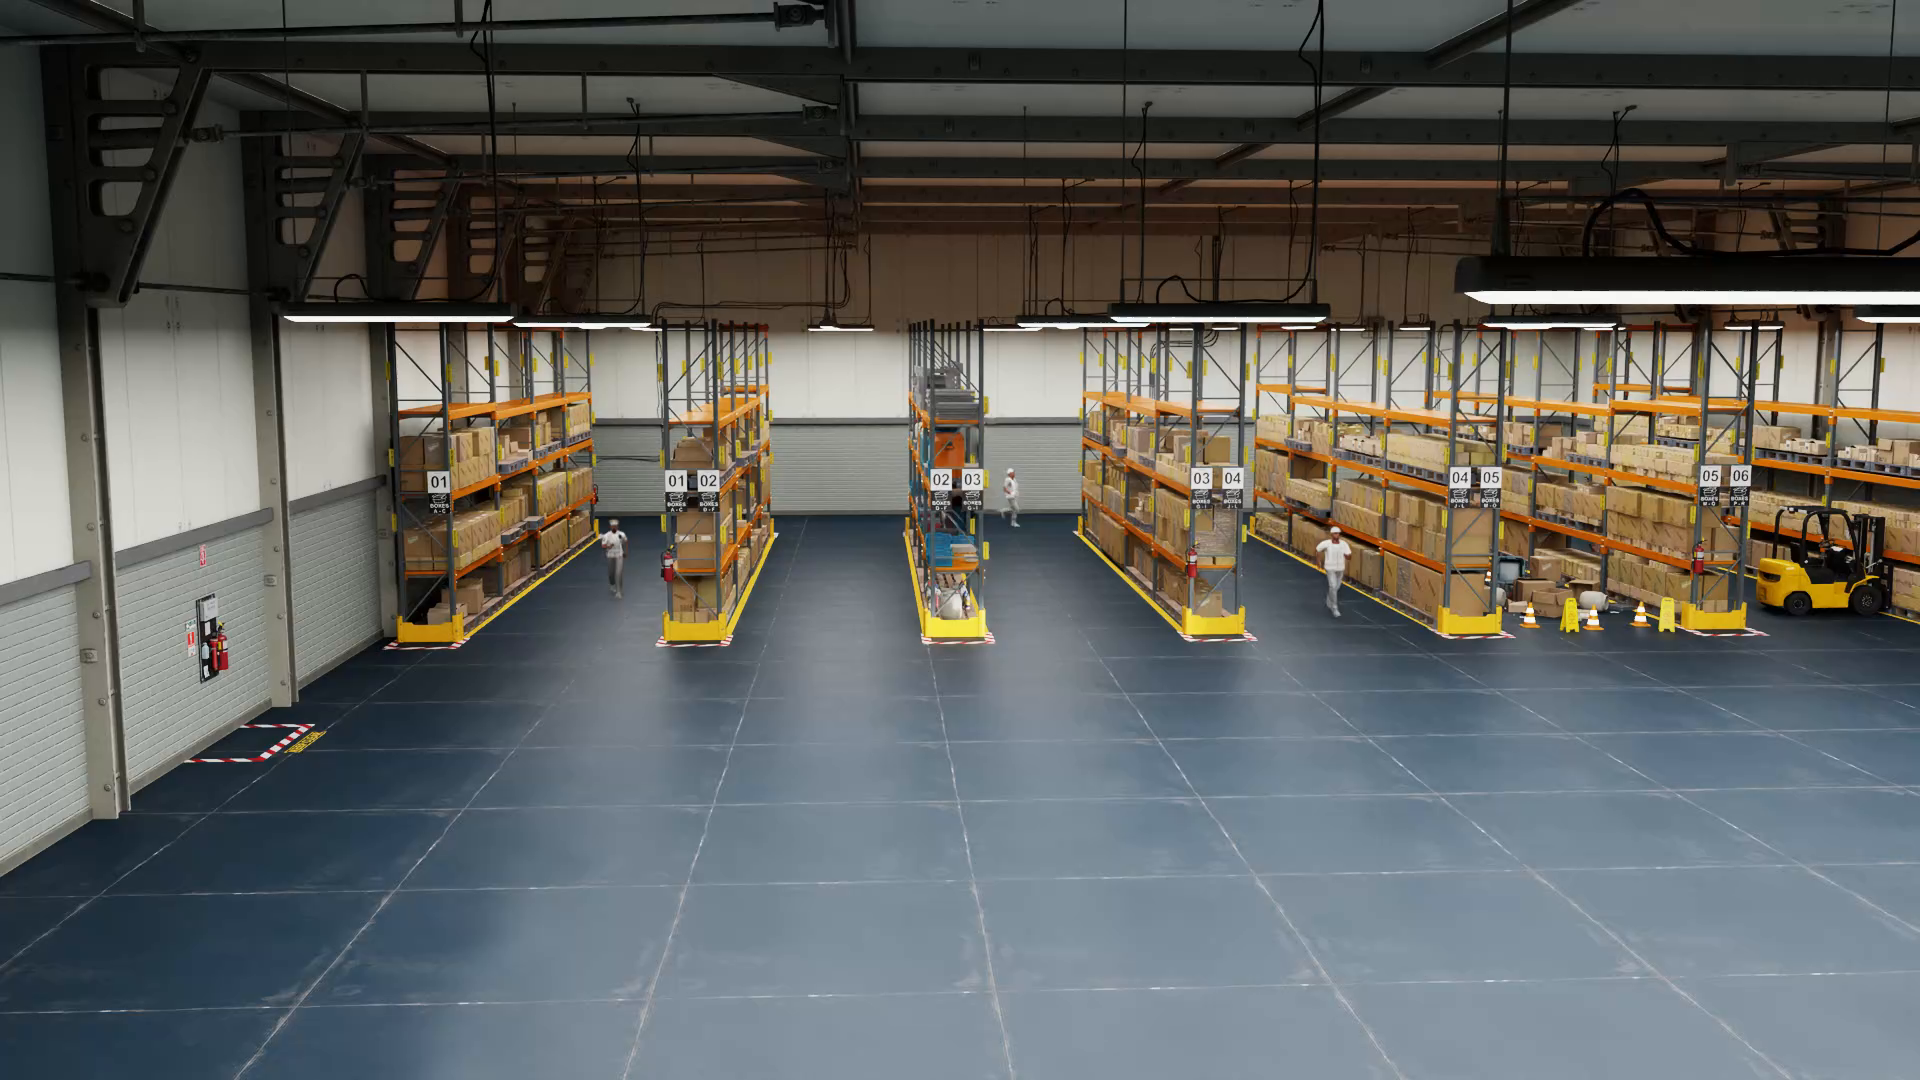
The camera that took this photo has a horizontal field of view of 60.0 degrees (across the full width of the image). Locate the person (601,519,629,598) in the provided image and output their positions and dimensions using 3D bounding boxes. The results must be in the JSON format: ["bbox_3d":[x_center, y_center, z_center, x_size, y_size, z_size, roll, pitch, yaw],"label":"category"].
[{"bbox_3d":[-7.534,0.378,36.339,0.575,1.685,0.938,-1,7,-10],"label":"person"}]

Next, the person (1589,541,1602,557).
[{"bbox_3d":[16.070,-0.256,41.817,0.564,1.633,0.566,-1,7,-7],"label":"person"}]

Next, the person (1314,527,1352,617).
[{"bbox_3d":[7.677,0.613,34.077,0.692,1.781,0.922,-2,7,-12],"label":"person"}]

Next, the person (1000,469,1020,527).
[{"bbox_3d":[1.487,-1.275,49.802,0.663,1.727,0.711,2,7,18],"label":"person"}]
